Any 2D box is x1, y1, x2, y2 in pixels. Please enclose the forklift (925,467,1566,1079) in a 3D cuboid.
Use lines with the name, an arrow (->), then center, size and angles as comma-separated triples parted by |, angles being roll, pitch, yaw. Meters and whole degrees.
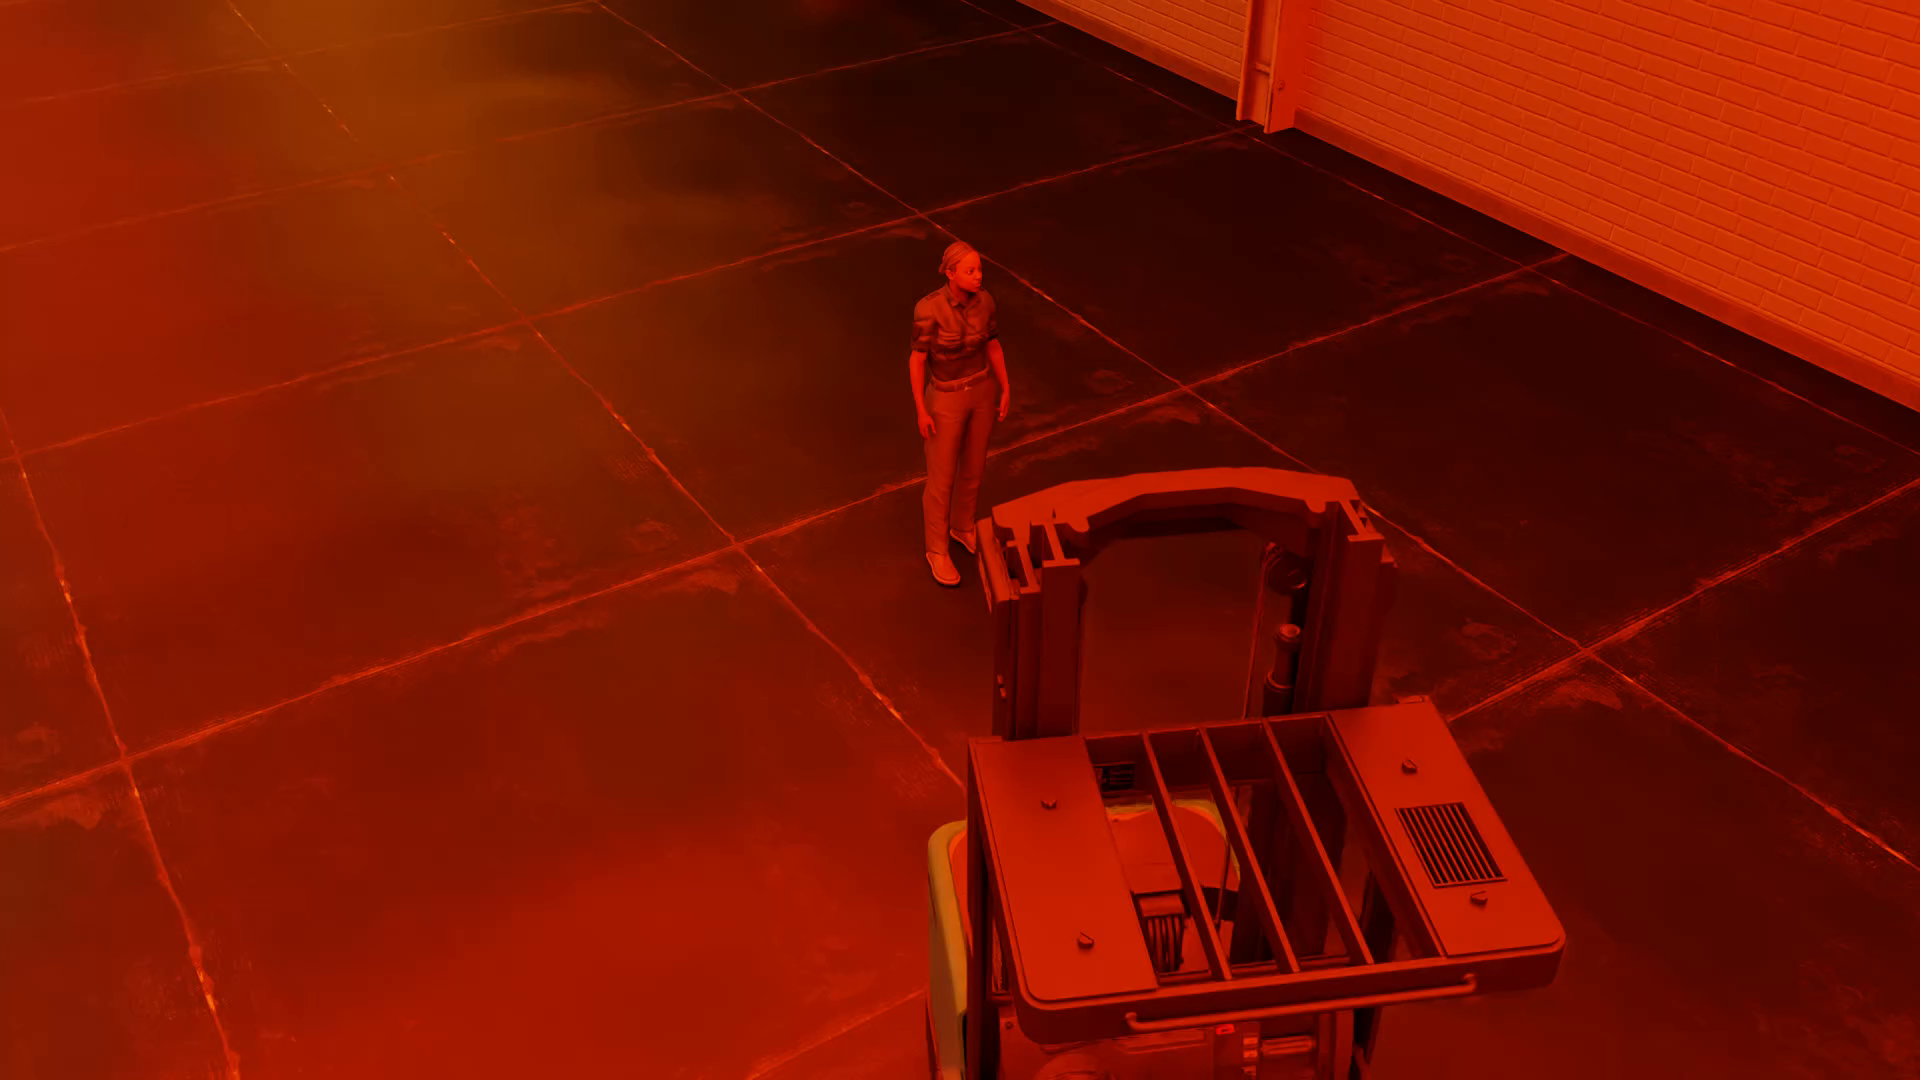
forklift -> 0.596, 1.415, 4.134 | 1.130, 2.935, 3.031 | -5, 35, -7

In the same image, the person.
person -> 0.031, -0.634, 8.148 | 0.569, 1.656, 0.503 | -21, 40, -27
